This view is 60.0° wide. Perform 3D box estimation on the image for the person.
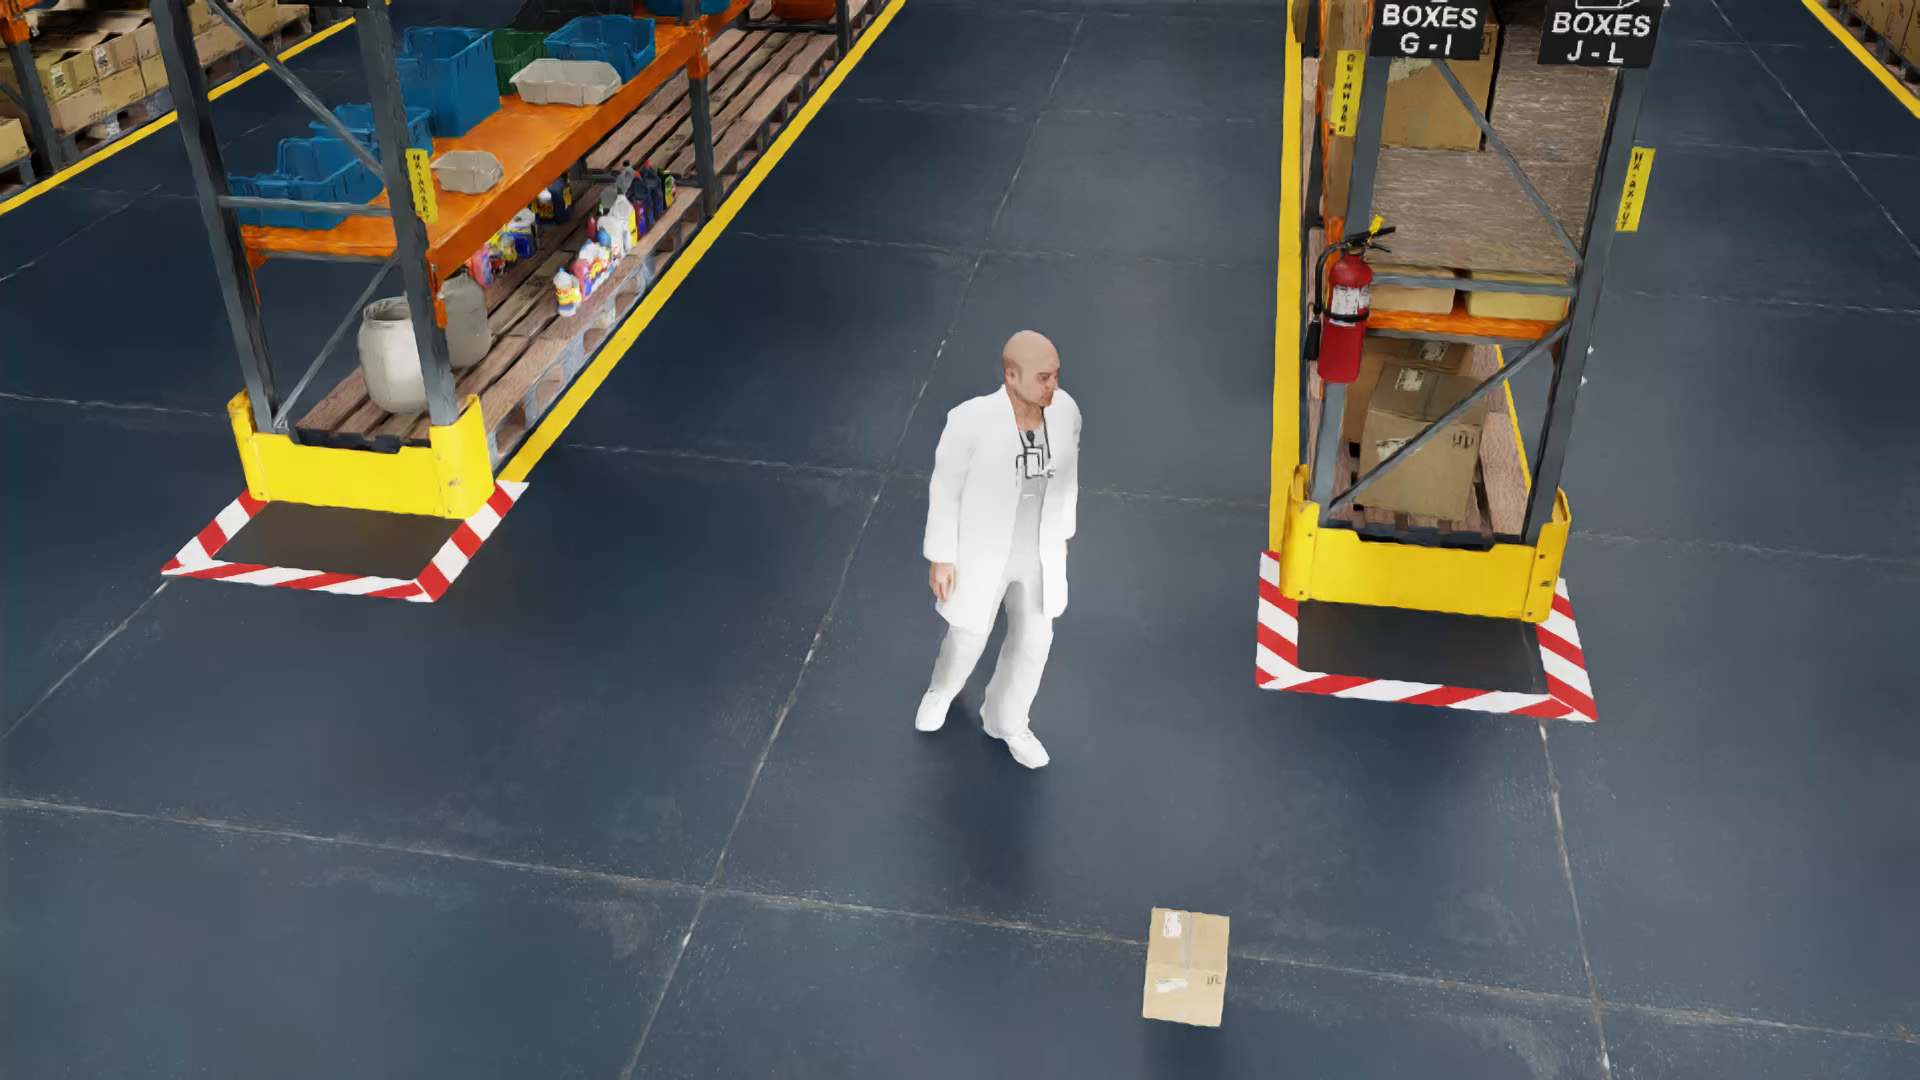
[{"bbox_3d":[0.135,0.006,6.141,0.619,1.769,0.616,-13,34,-20],"label":"person"}]
